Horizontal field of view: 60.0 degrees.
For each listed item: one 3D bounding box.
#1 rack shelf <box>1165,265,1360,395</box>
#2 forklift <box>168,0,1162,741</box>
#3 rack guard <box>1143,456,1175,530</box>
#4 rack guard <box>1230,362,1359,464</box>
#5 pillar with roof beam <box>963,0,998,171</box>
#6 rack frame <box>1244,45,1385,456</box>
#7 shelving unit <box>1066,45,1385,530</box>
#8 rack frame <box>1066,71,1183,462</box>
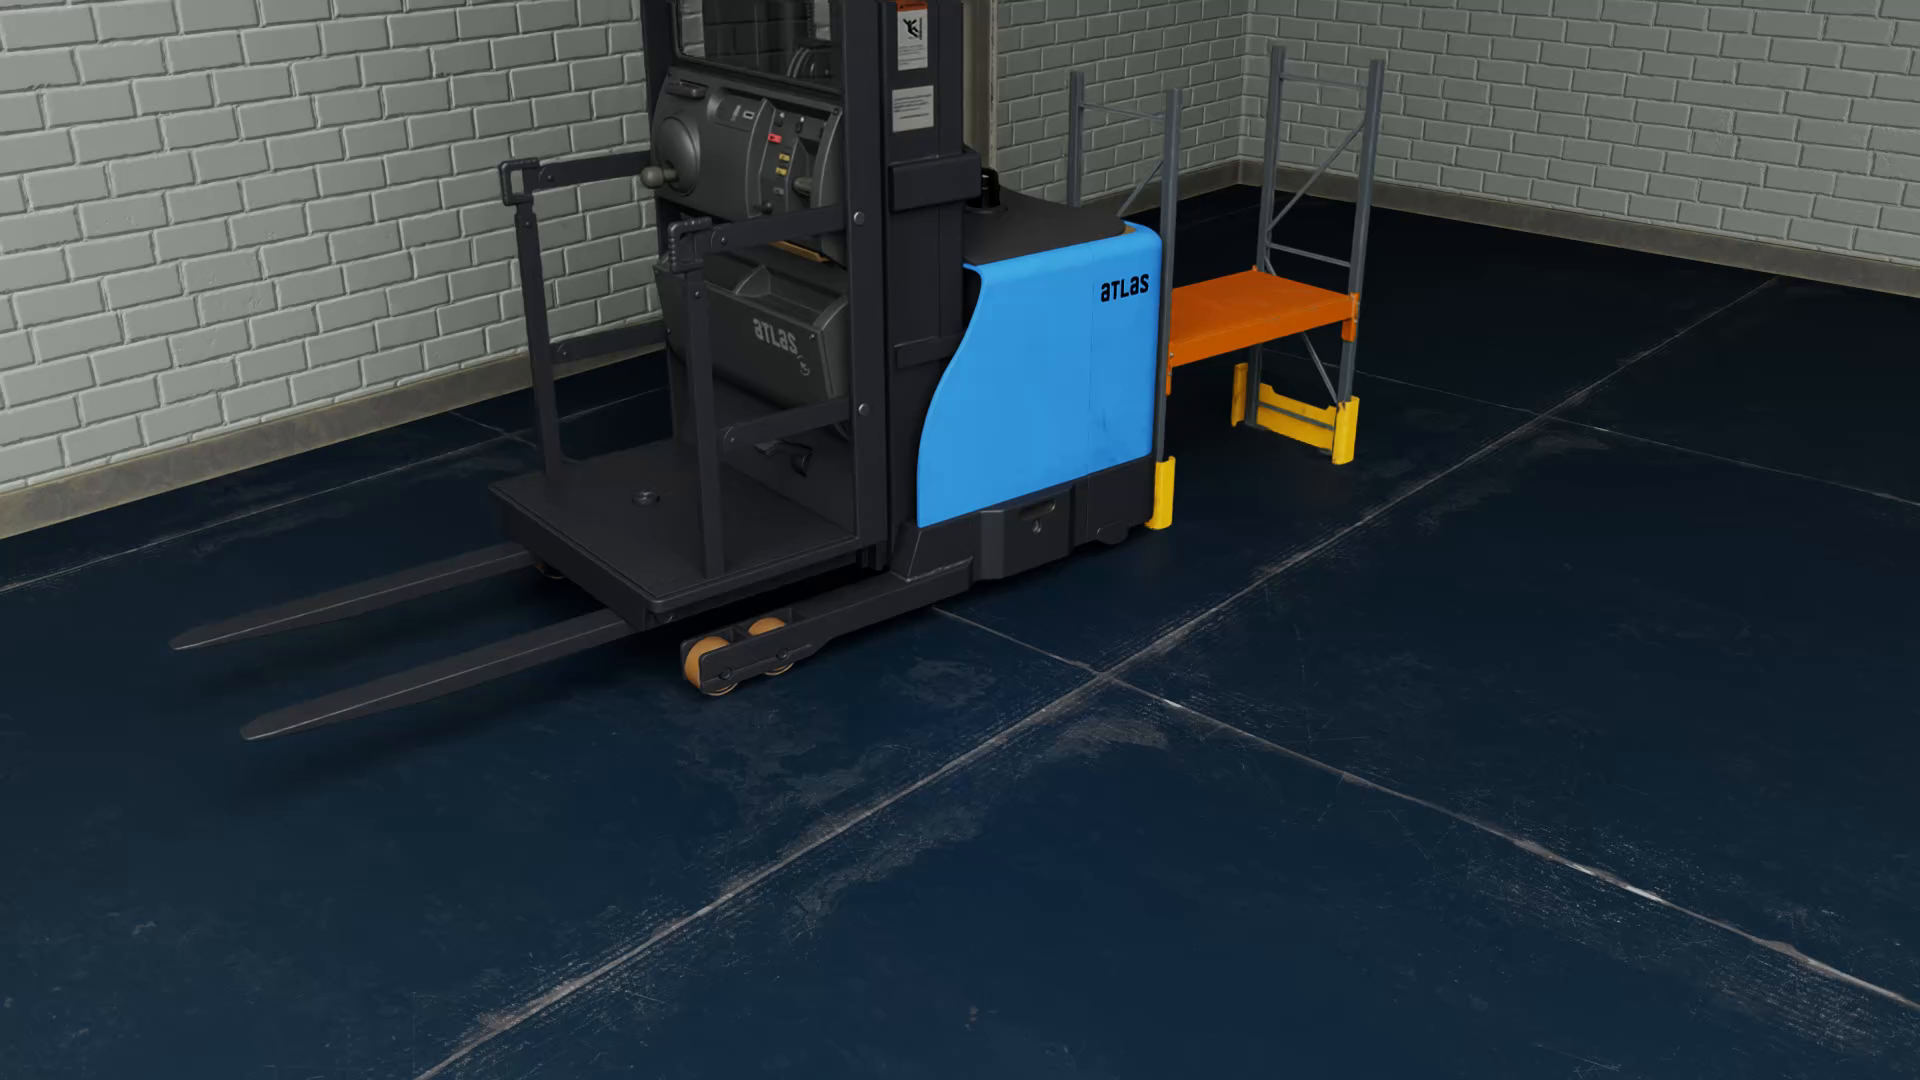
[{"bbox_3d":[0.934,-0.788,6.113,1.000,0.185,0.538,-18,30,-35],"label":"rack shelf"},{"bbox_3d":[-0.794,-1.135,4.700,3.031,2.935,1.130,-18,30,-35],"label":"forklift"},{"bbox_3d":[0.540,-0.251,6.005,0.087,0.250,0.587,-18,30,-35],"label":"rack guard"},{"bbox_3d":[1.315,-0.507,6.576,0.087,0.250,0.587,-18,30,-35],"label":"rack guard"},{"bbox_3d":[3.156,-4.354,4.461,9.100,9.000,0.400,20,31,38],"label":"pillar with roof beam"},{"bbox_3d":[1.330,-1.082,6.331,0.032,1.500,0.500,-18,30,-35],"label":"rack frame"},{"bbox_3d":[0.927,-0.950,6.035,1.083,1.500,0.587,-18,30,-35],"label":"shelving unit"},{"bbox_3d":[0.539,-0.821,5.749,0.032,1.500,0.500,-18,30,-35],"label":"rack frame"}]
